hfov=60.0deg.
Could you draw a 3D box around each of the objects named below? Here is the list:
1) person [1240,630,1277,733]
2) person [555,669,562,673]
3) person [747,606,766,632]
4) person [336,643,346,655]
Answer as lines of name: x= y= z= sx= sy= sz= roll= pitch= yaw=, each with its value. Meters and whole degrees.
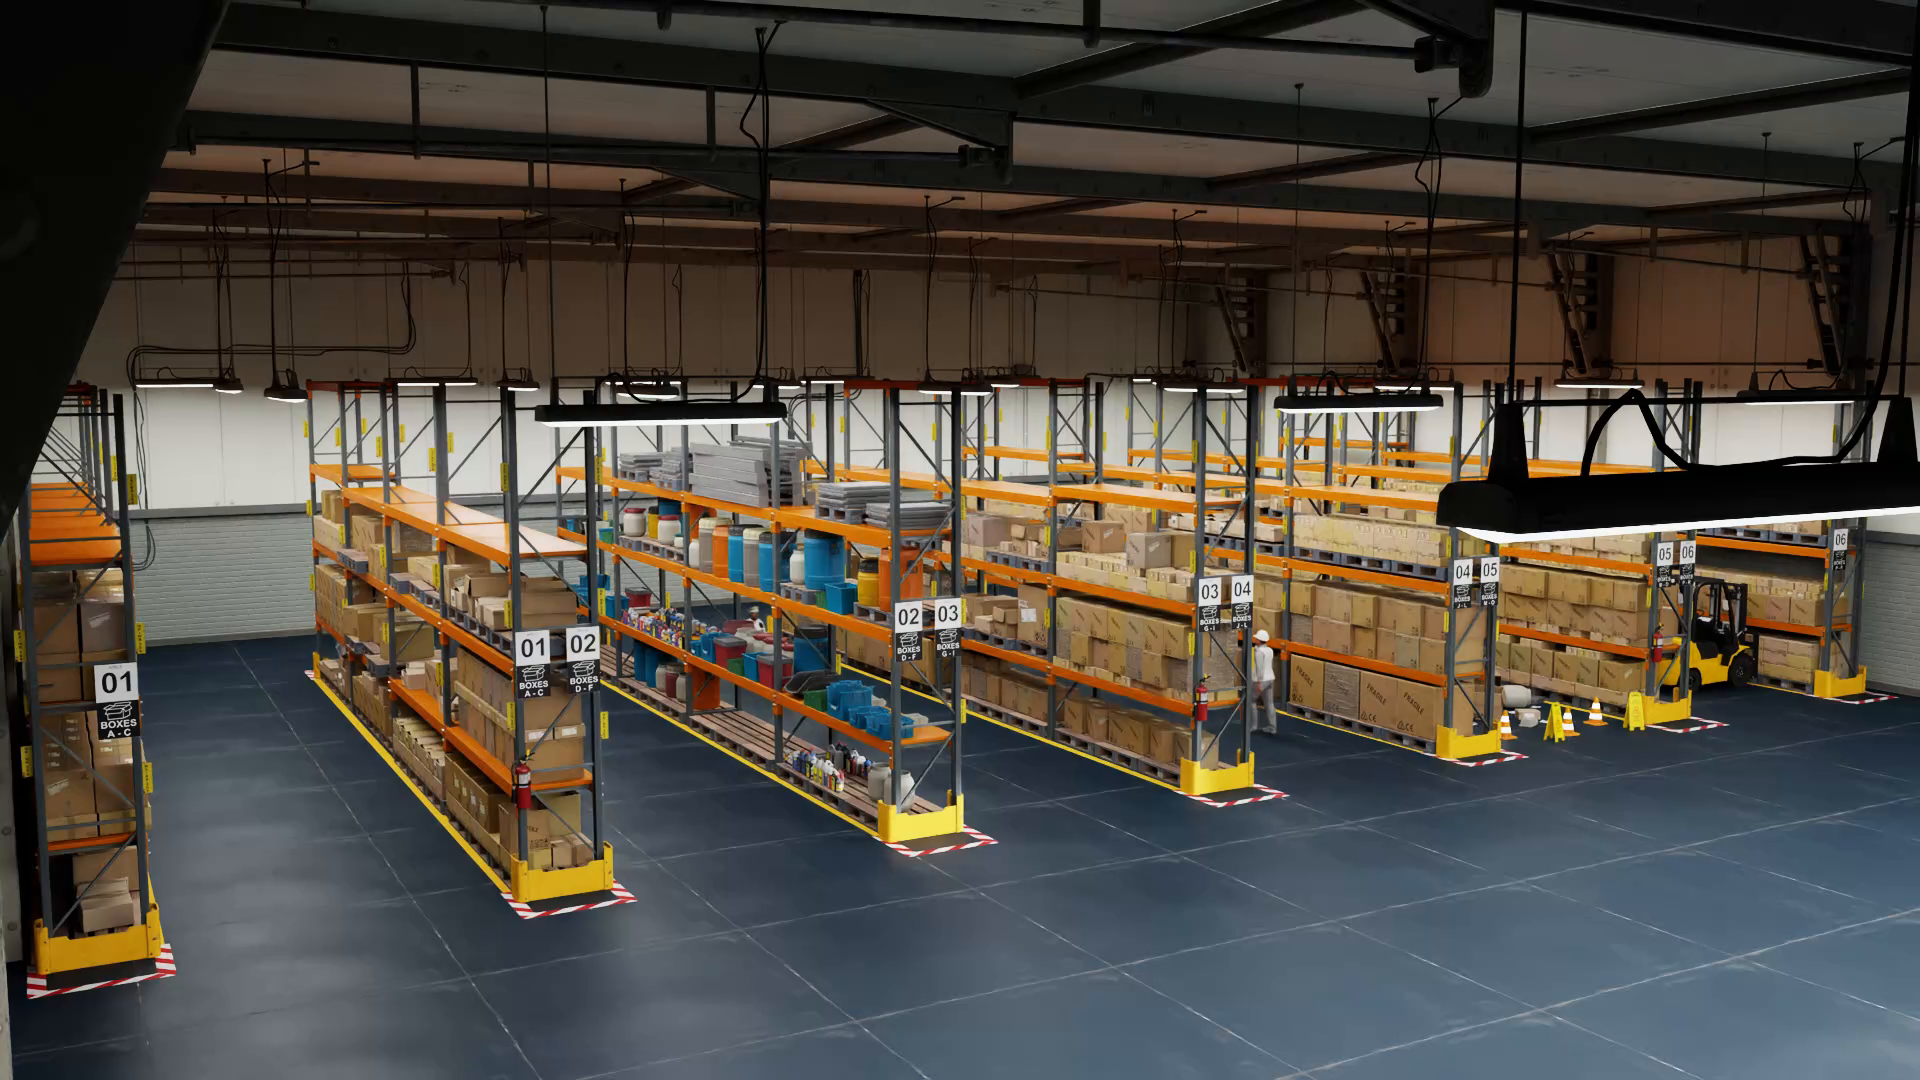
person: x=5.208 y=2.448 z=28.491 sx=0.544 sy=1.814 sz=0.624 roll=-5 pitch=8 yaw=-38
person: x=-7.414 y=2.291 z=29.784 sx=0.584 sy=1.754 sz=0.533 roll=-1 pitch=6 yaw=-6
person: x=-3.961 y=2.078 z=32.197 sx=0.517 sy=1.632 sz=1.033 roll=-4 pitch=7 yaw=-31
person: x=-13.133 y=1.730 z=35.392 sx=0.524 sy=1.651 sz=0.487 roll=2 pitch=6 yaw=14
